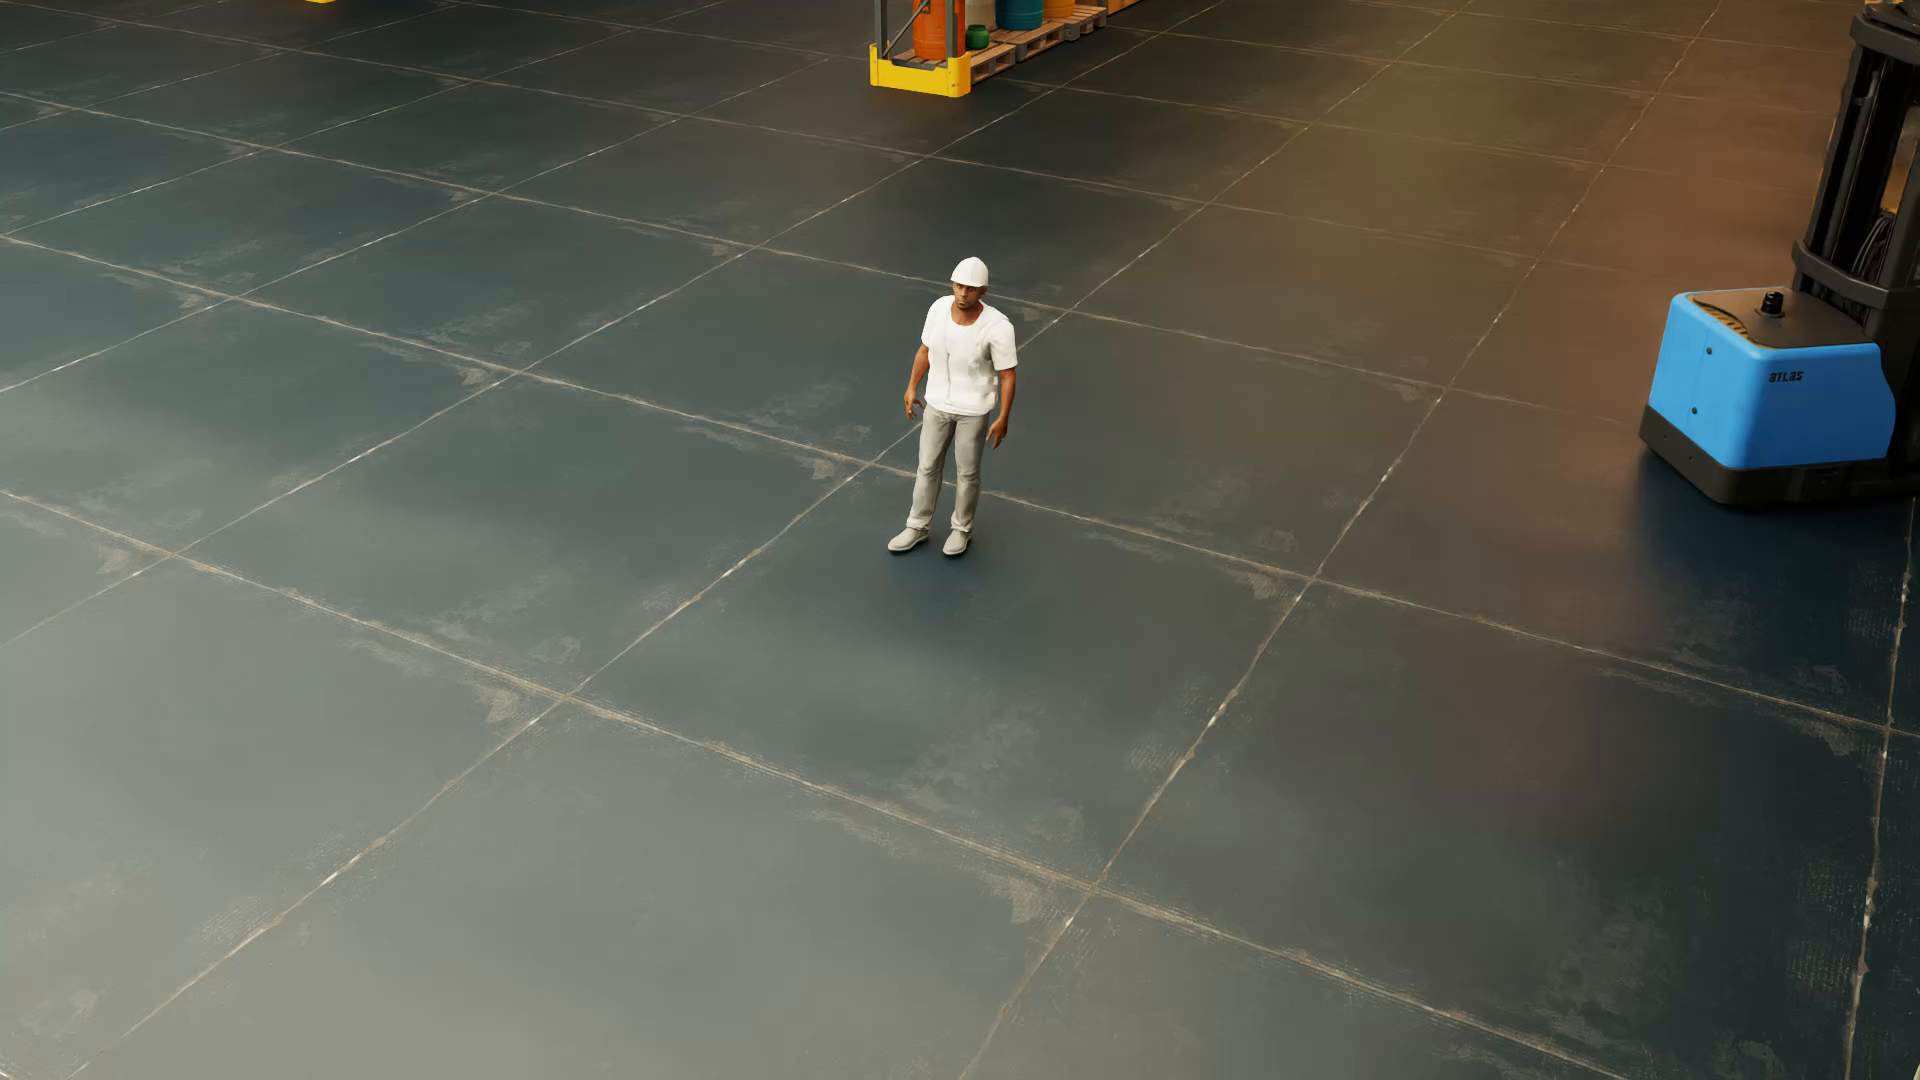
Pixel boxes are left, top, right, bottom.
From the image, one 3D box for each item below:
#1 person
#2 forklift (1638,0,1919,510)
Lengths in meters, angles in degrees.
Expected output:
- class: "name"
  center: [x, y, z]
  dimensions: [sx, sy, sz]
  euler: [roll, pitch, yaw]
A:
- class: "person"
  center: [-0.039, -0.743, 9.508]
  dimensions: [0.665, 1.765, 0.577]
  euler: [15, 33, 25]
- class: "forklift"
  center: [6.074, -1.796, 10.182]
  dimensions: [3.031, 2.935, 1.130]
  euler: [-5, 30, -8]
